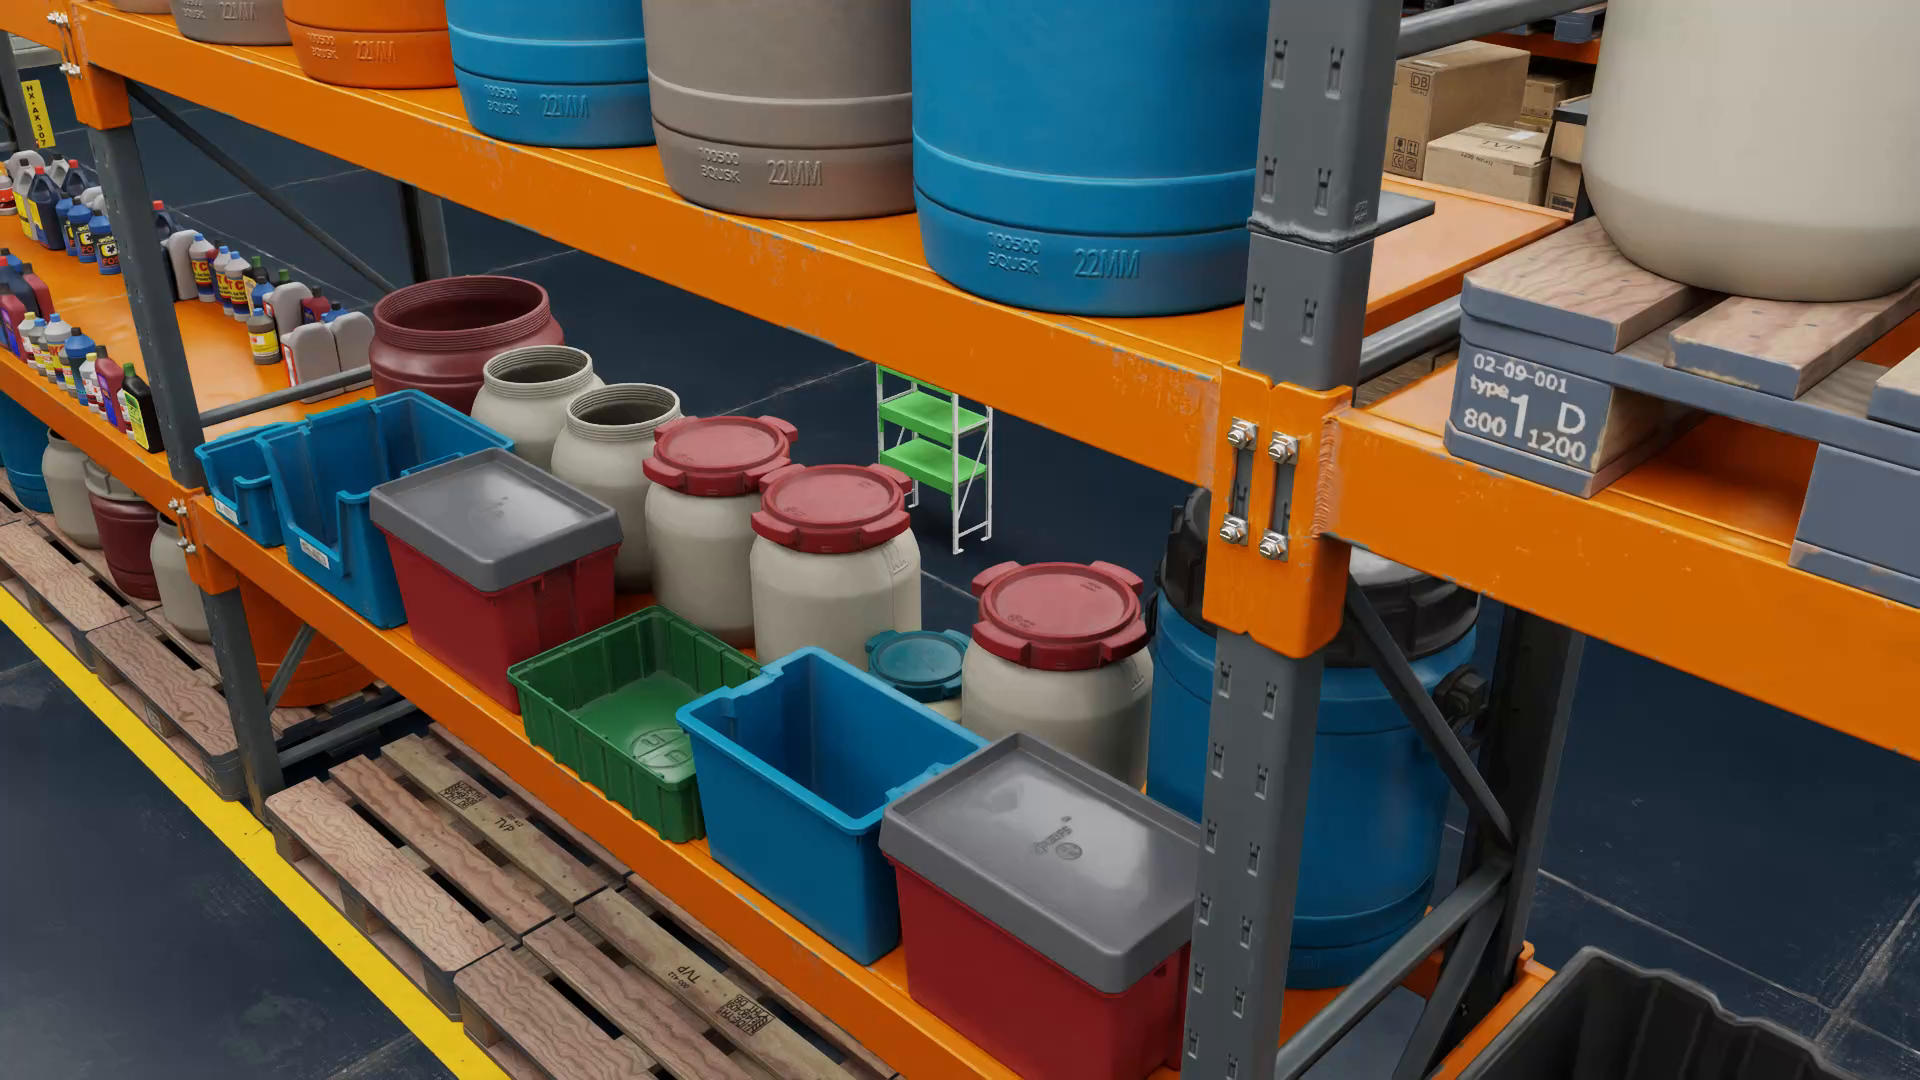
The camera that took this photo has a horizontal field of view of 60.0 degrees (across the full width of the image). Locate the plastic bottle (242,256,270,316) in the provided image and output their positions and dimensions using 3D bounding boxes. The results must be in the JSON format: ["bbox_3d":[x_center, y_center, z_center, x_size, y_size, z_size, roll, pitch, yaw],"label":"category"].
[{"bbox_3d":[-2.749,-0.980,6.516,0.133,0.283,0.061,25,36,38],"label":"plastic bottle"}]

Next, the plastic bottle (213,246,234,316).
[{"bbox_3d":[-2.914,-1.038,6.640,0.097,0.271,0.097,0,28,0],"label":"plastic bottle"}]

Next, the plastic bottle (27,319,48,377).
[{"bbox_3d":[-3.347,-0.710,6.091,0.097,0.201,0.097,0,28,0],"label":"plastic bottle"}]

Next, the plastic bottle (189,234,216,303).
[{"bbox_3d":[-3.078,-1.113,6.783,0.097,0.271,0.097,0,28,0],"label":"plastic bottle"}]

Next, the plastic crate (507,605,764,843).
[{"bbox_3d":[-0.697,0.426,3.944,0.662,0.188,0.450,25,36,38],"label":"plastic crate"}]

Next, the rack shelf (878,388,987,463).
[{"bbox_3d":[-0.118,-0.529,7.603,0.480,0.148,0.258,25,36,38],"label":"rack shelf"}]

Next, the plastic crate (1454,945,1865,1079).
[{"bbox_3d":[1.027,1.047,2.602,0.504,0.338,0.767,25,36,38],"label":"plastic crate"}]

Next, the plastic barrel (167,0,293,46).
[{"bbox_3d":[-1.676,-1.708,4.013,0.600,0.901,0.600,0,28,0],"label":"plastic barrel"}]

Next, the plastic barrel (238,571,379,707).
[{"bbox_3d":[-2.470,0.122,6.175,0.708,0.830,0.600,25,36,38],"label":"plastic barrel"}]

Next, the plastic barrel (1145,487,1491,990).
[{"bbox_3d":[0.680,0.358,3.307,0.708,0.901,0.600,25,36,38],"label":"plastic barrel"}]

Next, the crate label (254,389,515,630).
[{"bbox_3d":[-1.590,-0.100,4.679,0.616,0.435,0.502,25,36,38],"label":"crate label"}]

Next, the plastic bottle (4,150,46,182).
[{"bbox_3d":[-4.454,-1.727,7.945,0.135,0.276,0.152,25,36,38],"label":"plastic bottle"}]

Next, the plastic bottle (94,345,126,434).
[{"bbox_3d":[-2.861,-0.512,5.627,0.133,0.283,0.061,25,36,38],"label":"plastic bottle"}]

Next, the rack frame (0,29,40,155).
[{"bbox_3d":[-4.961,-1.803,7.957,0.127,3.000,1.000,25,36,38],"label":"rack frame"}]

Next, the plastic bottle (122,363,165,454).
[{"bbox_3d":[-2.697,-0.437,5.483,0.133,0.283,0.061,25,36,38],"label":"plastic bottle"}]

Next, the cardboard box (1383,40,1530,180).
[{"bbox_3d":[2.245,-2.060,7.886,0.700,0.500,0.500,-19,33,-32],"label":"cardboard box"}]

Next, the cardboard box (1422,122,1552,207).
[{"bbox_3d":[2.397,-1.638,7.352,0.500,0.250,0.500,23,36,37],"label":"cardboard box"}]

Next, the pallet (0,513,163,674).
[{"bbox_3d":[-3.566,0.095,7.343,1.213,0.211,1.003,25,36,38],"label":"pallet"}]

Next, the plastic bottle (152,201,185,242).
[{"bbox_3d":[-3.291,-1.231,6.921,0.185,0.351,0.144,25,36,38],"label":"plastic bottle"}]

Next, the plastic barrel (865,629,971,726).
[{"bbox_3d":[-0.093,0.385,3.943,0.301,0.262,0.301,0,28,0],"label":"plastic barrel"}]

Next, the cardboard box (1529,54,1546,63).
[{"bbox_3d":[4.229,-3.637,12.873,0.500,0.250,0.500,24,36,38],"label":"cardboard box"}]

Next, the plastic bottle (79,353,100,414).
[{"bbox_3d":[-3.000,-0.551,5.789,0.097,0.201,0.097,0,28,0],"label":"plastic bottle"}]

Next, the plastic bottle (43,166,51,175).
[{"bbox_3d":[-4.193,-1.608,7.718,0.135,0.276,0.152,25,36,38],"label":"plastic bottle"}]

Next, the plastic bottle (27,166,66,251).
[{"bbox_3d":[-4.046,-1.482,7.399,0.185,0.351,0.144,25,36,38],"label":"plastic bottle"}]

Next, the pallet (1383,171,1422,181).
[{"bbox_3d":[1.946,-1.860,8.270,1.003,0.211,1.213,25,36,38],"label":"pallet"}]

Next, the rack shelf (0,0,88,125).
[{"bbox_3d":[-3.535,-2.160,6.185,4.000,0.370,1.077,25,36,38],"label":"rack shelf"}]

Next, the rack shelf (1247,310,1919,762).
[{"bbox_3d":[2.169,0.450,1.221,4.000,0.370,1.077,25,36,38],"label":"rack shelf"}]

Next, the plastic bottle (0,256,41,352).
[{"bbox_3d":[-3.596,-0.905,6.302,0.185,0.351,0.144,25,36,38],"label":"plastic bottle"}]

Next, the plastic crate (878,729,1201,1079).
[{"bbox_3d":[0.183,0.722,3.085,0.583,0.464,0.402,25,36,38],"label":"plastic crate"}]

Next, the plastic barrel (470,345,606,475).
[{"bbox_3d":[-1.226,-0.283,4.945,0.421,0.512,0.421,0,28,0],"label":"plastic barrel"}]

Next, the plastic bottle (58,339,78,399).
[{"bbox_3d":[-3.139,-0.615,5.910,0.097,0.201,0.097,0,28,0],"label":"plastic bottle"}]

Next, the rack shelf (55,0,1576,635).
[{"bbox_3d":[-0.683,-0.855,3.703,4.000,0.370,1.077,25,36,38],"label":"rack shelf"}]

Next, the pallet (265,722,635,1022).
[{"bbox_3d":[-1.584,1.002,5.618,1.213,0.211,1.003,25,36,38],"label":"pallet"}]

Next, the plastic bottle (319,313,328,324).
[{"bbox_3d":[-2.324,-0.737,6.143,0.097,0.201,0.097,0,28,0],"label":"plastic bottle"}]

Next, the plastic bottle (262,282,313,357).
[{"bbox_3d":[-2.521,-0.843,6.263,0.135,0.276,0.152,25,36,38],"label":"plastic bottle"}]

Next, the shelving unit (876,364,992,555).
[{"bbox_3d":[-0.118,-0.585,7.573,0.503,1.200,0.258,25,36,38],"label":"shelving unit"}]

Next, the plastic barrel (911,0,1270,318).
[{"bbox_3d":[0.228,-0.836,2.356,0.708,0.901,0.600,25,36,38],"label":"plastic barrel"}]

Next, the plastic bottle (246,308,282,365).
[{"bbox_3d":[-2.595,-0.762,6.190,0.097,0.201,0.097,0,28,0],"label":"plastic bottle"}]

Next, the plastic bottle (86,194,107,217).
[{"bbox_3d":[-3.738,-1.399,7.322,0.135,0.276,0.152,25,36,38],"label":"plastic bottle"}]

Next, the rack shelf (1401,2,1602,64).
[{"bbox_3d":[3.487,-4.089,13.077,4.000,0.370,1.077,25,36,38],"label":"rack shelf"}]

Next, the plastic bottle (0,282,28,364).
[{"bbox_3d":[-3.512,-0.810,6.193,0.133,0.283,0.061,25,36,38],"label":"plastic bottle"}]

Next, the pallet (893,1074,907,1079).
[{"bbox_3d":[0.156,1.798,4.104,1.213,0.211,1.003,25,36,38],"label":"pallet"}]

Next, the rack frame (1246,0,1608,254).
[{"bbox_3d":[0.743,-1.848,1.596,0.127,3.000,1.000,25,36,38],"label":"rack frame"}]

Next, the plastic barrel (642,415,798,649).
[{"bbox_3d":[-0.617,-0.019,4.417,0.433,0.535,0.433,0,28,0],"label":"plastic barrel"}]

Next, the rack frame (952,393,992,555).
[{"bbox_3d":[0.056,-0.505,7.422,0.015,1.200,0.240,25,36,38],"label":"rack frame"}]

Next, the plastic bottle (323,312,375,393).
[{"bbox_3d":[-2.191,-0.692,5.976,0.135,0.276,0.152,25,36,38],"label":"plastic bottle"}]

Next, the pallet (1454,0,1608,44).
[{"bbox_3d":[4.330,-3.867,12.088,1.003,0.211,1.213,25,36,38],"label":"pallet"}]

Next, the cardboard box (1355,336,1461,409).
[{"bbox_3d":[2.260,-0.842,8.341,0.500,0.500,0.700,21,34,34],"label":"cardboard box"}]

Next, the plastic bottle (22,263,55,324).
[{"bbox_3d":[-3.542,-0.918,6.398,0.133,0.283,0.061,25,36,38],"label":"plastic bottle"}]

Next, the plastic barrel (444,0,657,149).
[{"bbox_3d":[-0.704,-1.263,3.168,0.708,0.901,0.600,25,36,38],"label":"plastic barrel"}]

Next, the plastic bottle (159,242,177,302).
[{"bbox_3d":[-3.302,-1.136,6.741,0.185,0.351,0.144,25,36,38],"label":"plastic bottle"}]

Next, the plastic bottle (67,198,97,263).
[{"bbox_3d":[-3.812,-1.350,7.233,0.097,0.271,0.097,0,28,0],"label":"plastic bottle"}]

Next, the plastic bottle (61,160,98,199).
[{"bbox_3d":[-3.945,-1.530,7.490,0.185,0.351,0.144,25,36,38],"label":"plastic bottle"}]

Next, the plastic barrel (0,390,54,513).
[{"bbox_3d":[-4.081,-0.646,7.560,0.708,0.901,0.600,25,36,38],"label":"plastic barrel"}]

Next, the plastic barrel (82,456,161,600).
[{"bbox_3d":[-3.275,-0.139,6.932,0.708,0.588,0.600,25,36,38],"label":"plastic barrel"}]

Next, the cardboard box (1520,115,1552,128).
[{"bbox_3d":[4.260,-2.962,12.396,0.500,0.500,0.500,24,36,38],"label":"cardboard box"}]
